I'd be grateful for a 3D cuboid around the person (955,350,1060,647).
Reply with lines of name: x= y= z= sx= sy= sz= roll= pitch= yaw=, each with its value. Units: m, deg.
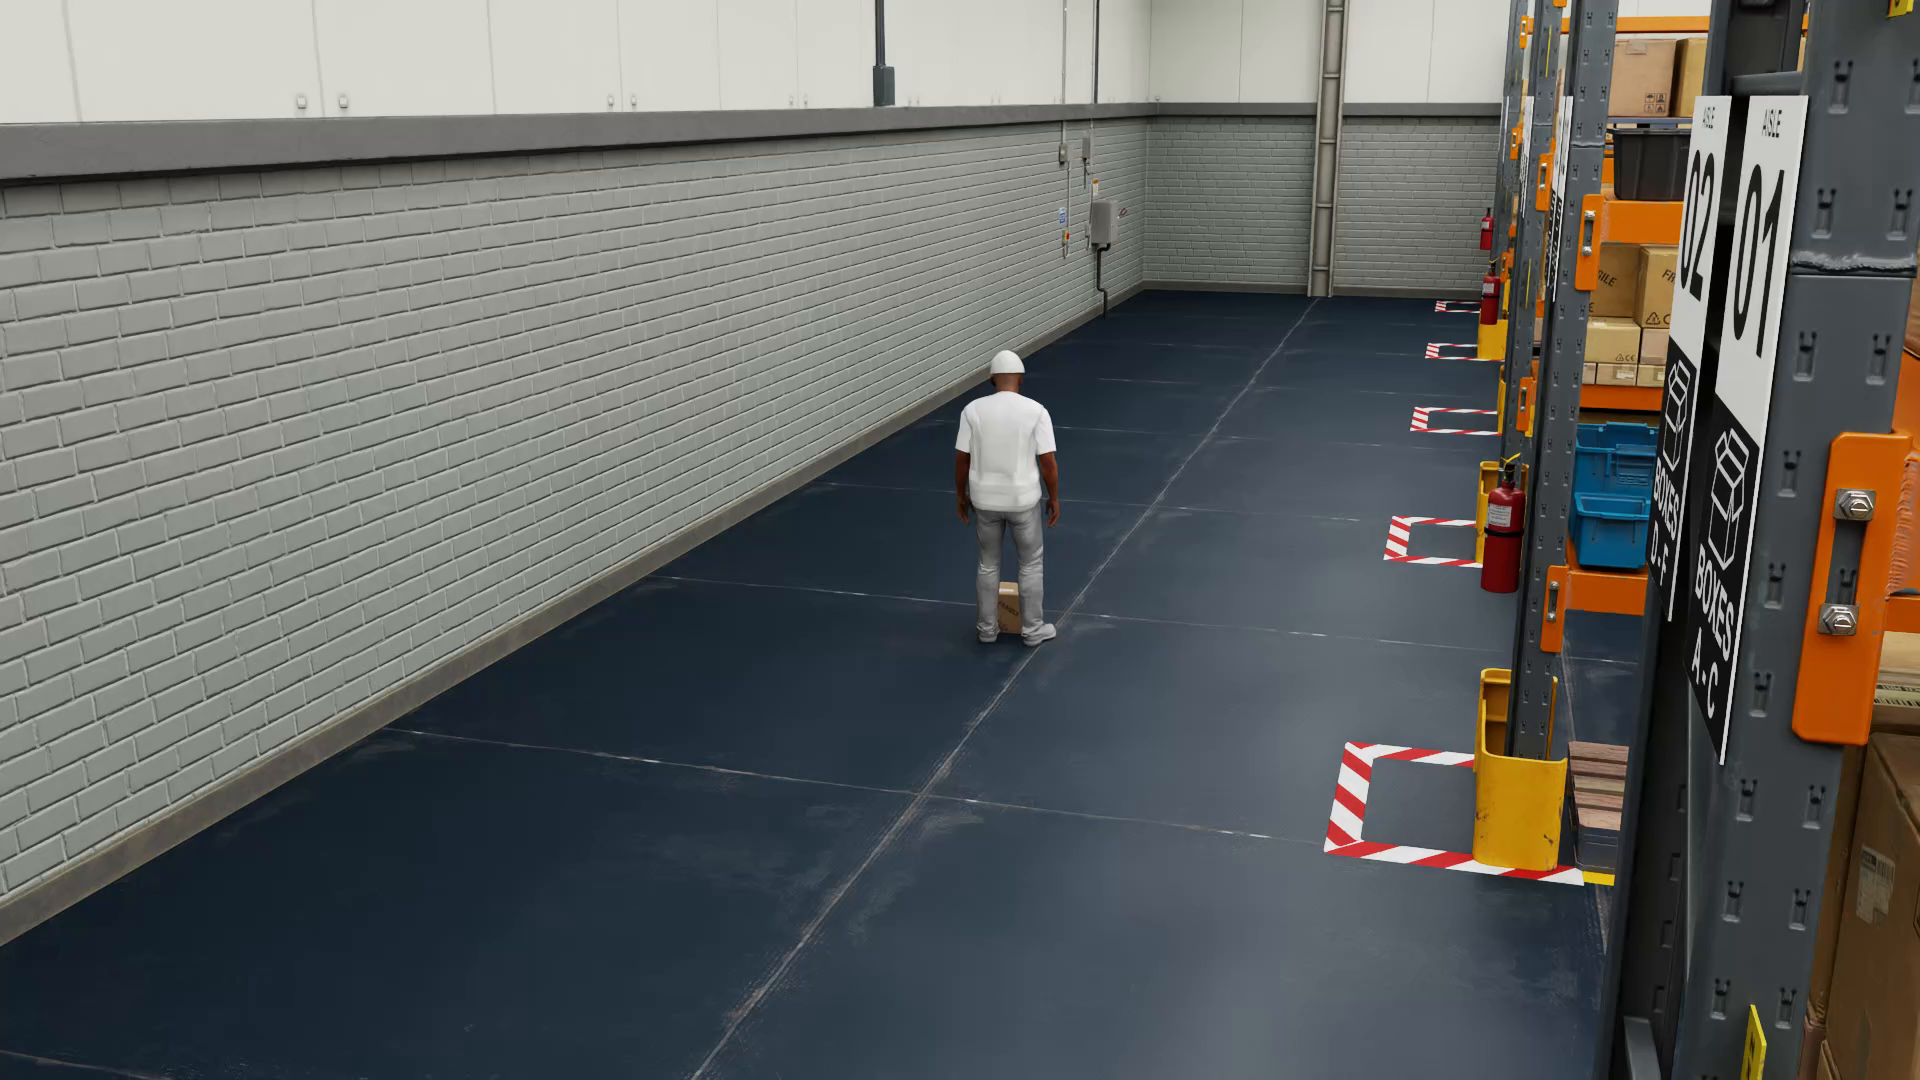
person: x=0.285 y=-0.248 z=9.914 sx=0.626 sy=1.759 sz=0.463 roll=4 pitch=15 yaw=13
